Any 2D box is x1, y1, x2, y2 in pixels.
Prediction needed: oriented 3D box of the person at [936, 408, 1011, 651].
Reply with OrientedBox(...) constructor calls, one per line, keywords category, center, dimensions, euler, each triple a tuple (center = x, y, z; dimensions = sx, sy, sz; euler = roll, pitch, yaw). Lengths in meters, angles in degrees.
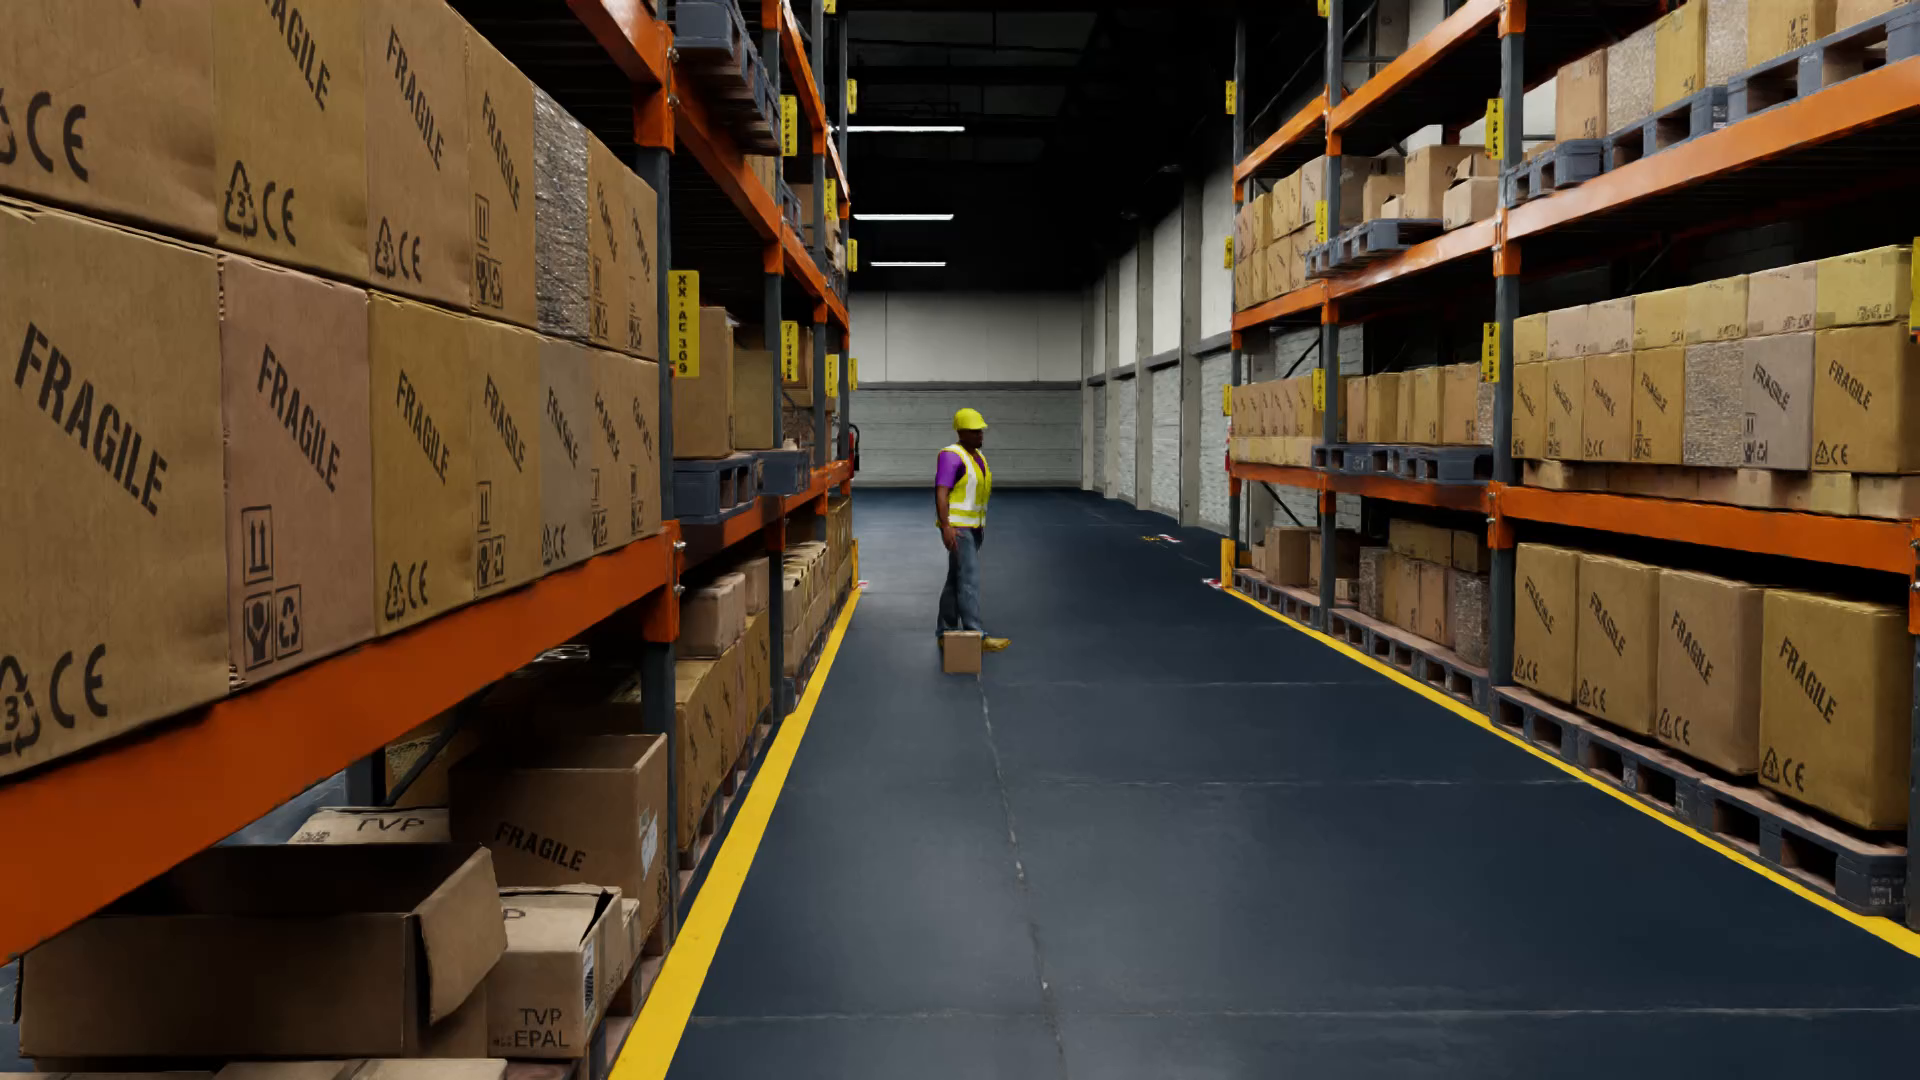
OrientedBox(category="person", center=(0.069, -0.073, 12.061), dimensions=(0.622, 1.765, 0.717), euler=(1, 4, 22))
